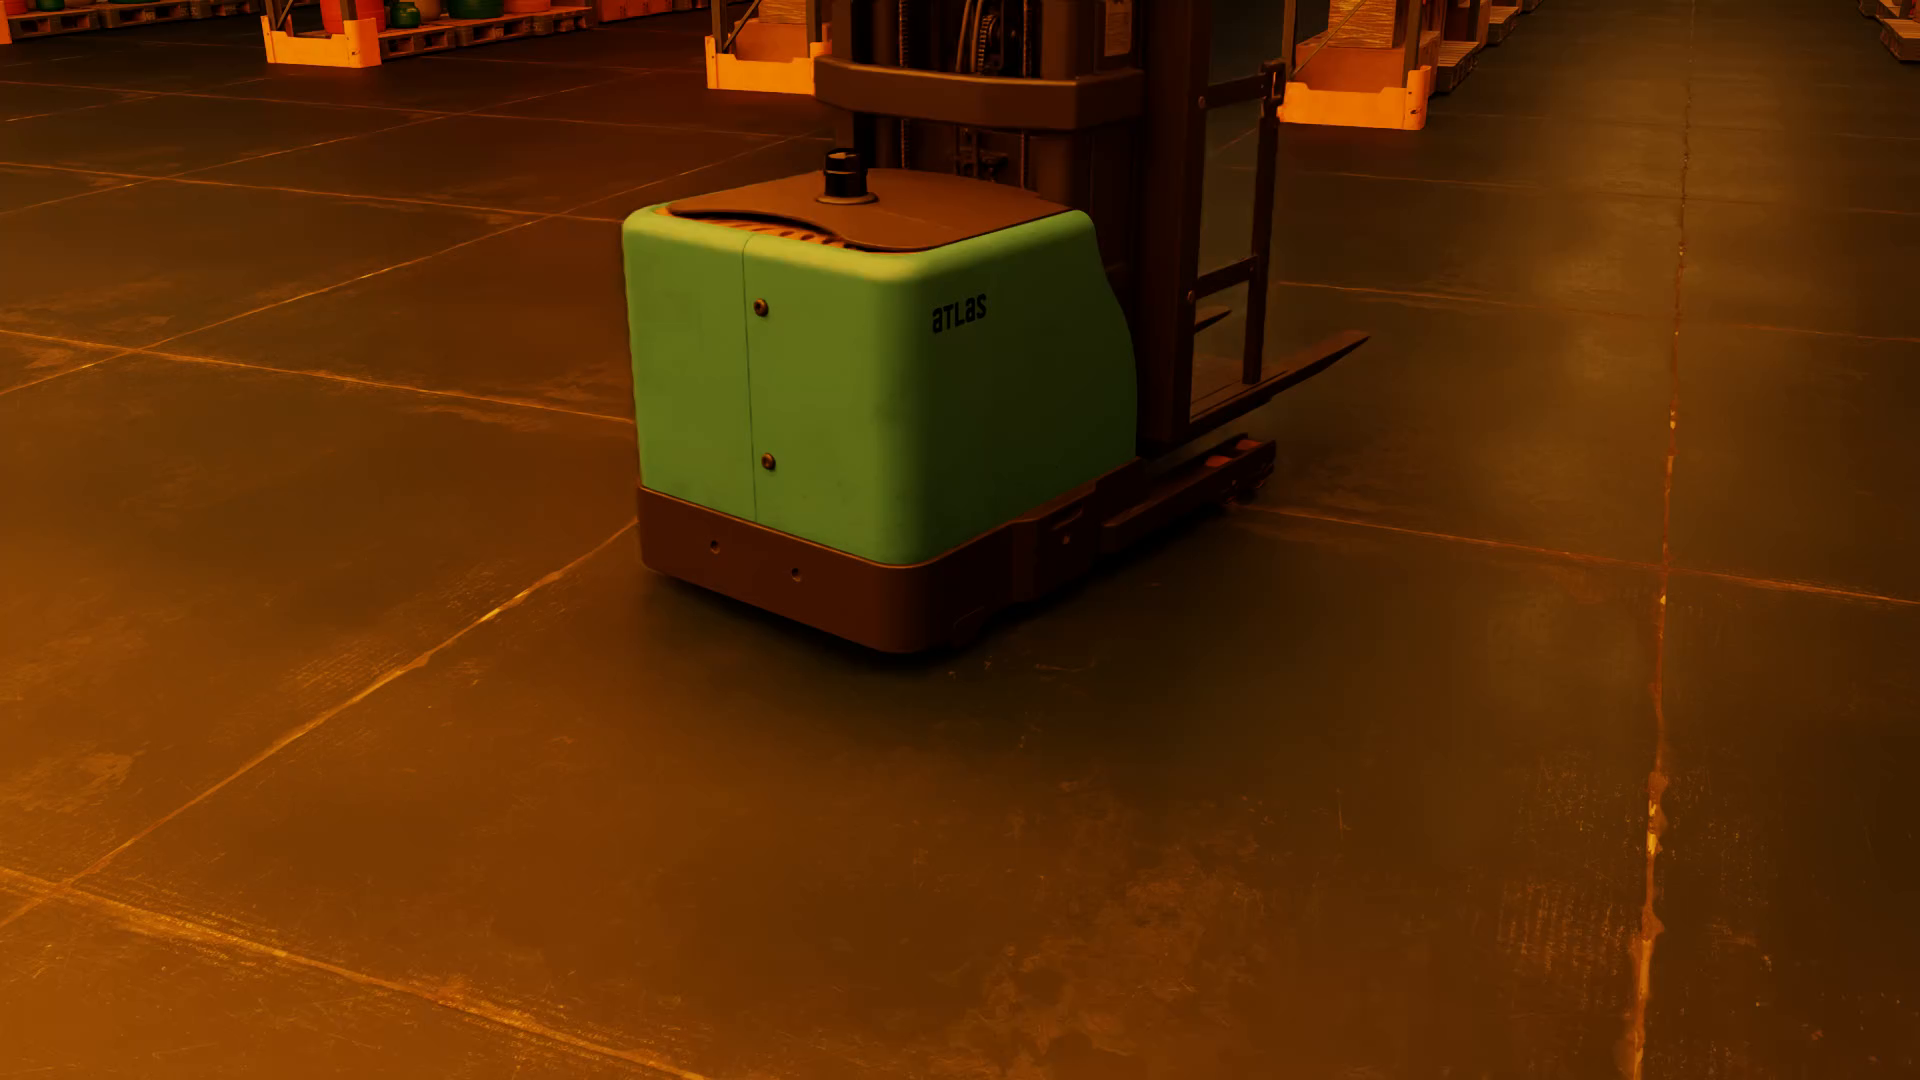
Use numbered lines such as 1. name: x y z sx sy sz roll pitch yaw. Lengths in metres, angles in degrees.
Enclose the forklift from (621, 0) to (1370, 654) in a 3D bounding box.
1. forklift: 0.389 -1.564 5.035 1.130 2.935 3.031 17 28 35
